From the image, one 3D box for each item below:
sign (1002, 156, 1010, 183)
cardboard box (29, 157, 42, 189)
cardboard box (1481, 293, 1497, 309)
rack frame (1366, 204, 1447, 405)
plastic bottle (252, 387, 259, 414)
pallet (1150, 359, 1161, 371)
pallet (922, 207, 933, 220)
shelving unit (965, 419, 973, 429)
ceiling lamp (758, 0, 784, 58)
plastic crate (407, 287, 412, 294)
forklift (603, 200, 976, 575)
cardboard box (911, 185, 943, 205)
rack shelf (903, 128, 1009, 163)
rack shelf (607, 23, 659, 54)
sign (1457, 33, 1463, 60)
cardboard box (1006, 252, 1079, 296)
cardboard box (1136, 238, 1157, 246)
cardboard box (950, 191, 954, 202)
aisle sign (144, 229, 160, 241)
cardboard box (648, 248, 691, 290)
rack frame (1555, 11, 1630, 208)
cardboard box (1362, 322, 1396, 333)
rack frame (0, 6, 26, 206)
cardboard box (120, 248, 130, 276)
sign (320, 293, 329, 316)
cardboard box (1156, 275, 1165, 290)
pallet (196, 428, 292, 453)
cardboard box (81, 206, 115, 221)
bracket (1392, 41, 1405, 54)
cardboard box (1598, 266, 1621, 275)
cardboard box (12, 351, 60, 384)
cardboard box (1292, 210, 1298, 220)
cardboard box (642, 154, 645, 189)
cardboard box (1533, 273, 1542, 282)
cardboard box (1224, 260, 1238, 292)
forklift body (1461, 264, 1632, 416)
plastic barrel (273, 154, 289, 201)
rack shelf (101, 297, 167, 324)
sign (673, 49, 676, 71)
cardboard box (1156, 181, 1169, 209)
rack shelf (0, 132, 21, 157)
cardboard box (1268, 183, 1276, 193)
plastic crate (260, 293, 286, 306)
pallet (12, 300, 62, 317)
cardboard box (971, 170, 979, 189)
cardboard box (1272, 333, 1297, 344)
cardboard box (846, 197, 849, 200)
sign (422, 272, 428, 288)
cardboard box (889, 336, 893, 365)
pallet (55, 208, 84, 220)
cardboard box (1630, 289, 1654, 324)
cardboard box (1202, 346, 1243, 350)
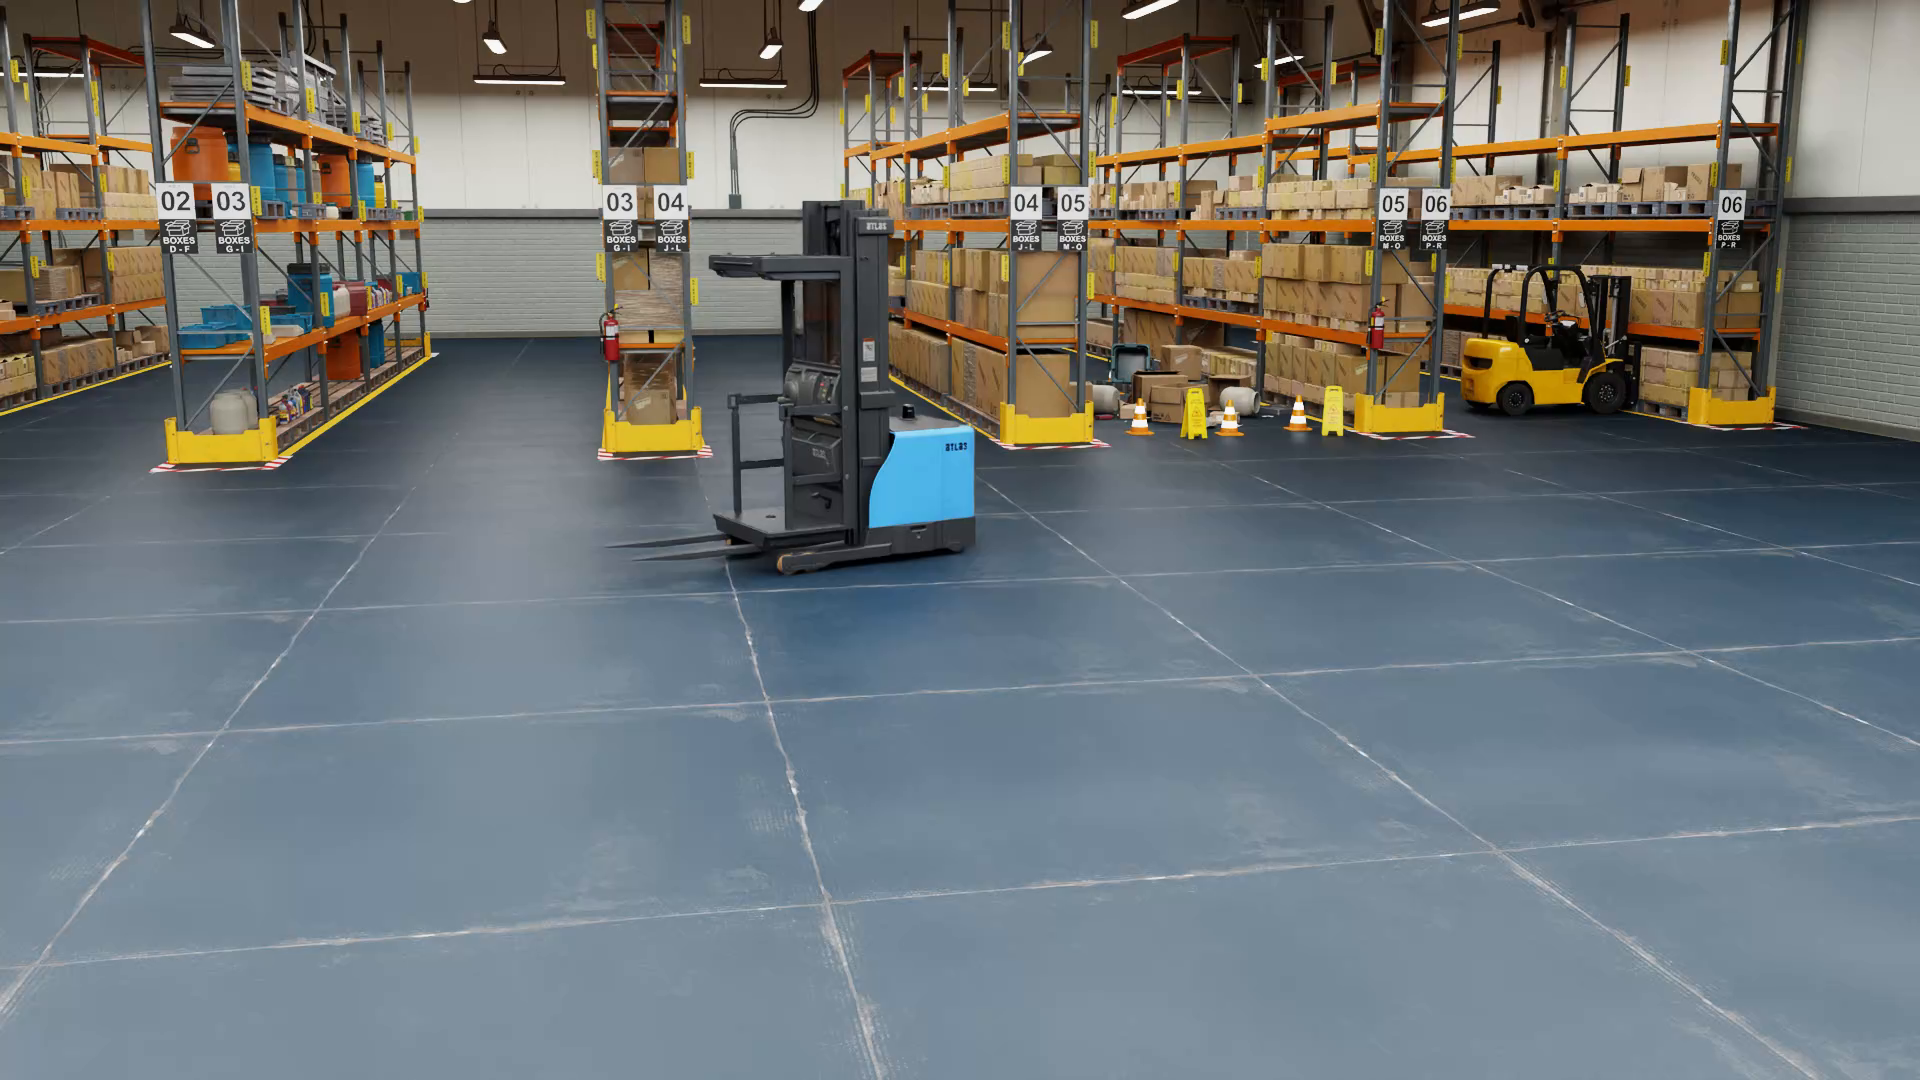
[{"bbox_3d":[0.572,-4.598,20.655,0.100,0.325,0.005,-2,11,-11],"label":"sign"},{"bbox_3d":[-15.328,-5.973,27.091,0.500,0.500,0.500,-2,11,-11],"label":"cardboard box"},{"bbox_3d":[9.401,-4.147,28.864,0.500,0.250,0.500,-2,11,-9],"label":"cardboard box"},{"bbox_3d":[5.943,-2.944,22.144,1.000,3.000,0.127,-2,11,-11],"label":"rack frame"},{"bbox_3d":[-9.523,-1.894,22.535,0.144,0.351,0.185,-2,11,-11],"label":"plastic bottle"},{"bbox_3d":[4.074,-3.412,32.061,1.003,0.211,1.213,-2,11,-11],"label":"pallet"},{"bbox_3d":[-0.051,-5.273,26.859,1.003,0.211,1.213,-2,11,-8],"label":"pallet"},{"bbox_3d":[-0.010,-0.526,14.650,0.215,1.050,0.252,-2,11,-11],"label":"shelving unit"},{"bbox_3d":[-3.246,-10.547,30.429,0.800,3.185,2.000,-2,11,-11],"label":"ceiling lamp"},{"bbox_3d":[-11.412,-5.095,33.990,0.396,0.136,0.243,-2,11,-11],"label":"plastic crate"},{"bbox_3d":[-1.391,-1.272,13.540,3.031,2.935,1.130,-7,13,-31],"label":"forklift"},{"bbox_3d":[-0.524,-5.758,27.749,0.500,0.311,0.500,-2,11,-11],"label":"cardboard box"},{"bbox_3d":[-0.060,-6.244,26.426,1.077,0.370,4.000,-2,11,-11],"label":"rack shelf"},{"bbox_3d":[-5.722,-8.740,29.064,0.919,0.124,3.809,-2,11,-11],"label":"rack shelf"},{"bbox_3d":[6.475,-6.409,21.592,0.100,0.325,0.005,-2,11,-11],"label":"sign"},{"bbox_3d":[1.073,-3.419,21.351,0.875,0.550,0.550,-2,11,-11],"label":"cardboard box"},{"bbox_3d":[3.802,-6.072,33.897,0.380,0.149,0.250,-2,11,-12],"label":"cardboard box"},{"bbox_3d":[0.067,-5.006,24.234,0.380,0.149,0.250,-2,11,-12],"label":"cardboard box"},{"bbox_3d":[-16.320,-6.460,33.660,0.394,0.787,0.004,-2,11,-11],"label":"aisle sign"},{"bbox_3d":[-3.617,-3.381,20.702,0.500,0.500,0.500,-2,11,-11],"label":"cardboard box"},{"bbox_3d":[10.033,-6.806,26.389,1.000,3.000,0.127,-2,11,-11],"label":"rack frame"},{"bbox_3d":[5.661,-2.882,22.487,0.380,0.149,0.250,-2,11,-9],"label":"cardboard box"},{"bbox_3d":[-15.051,-6.639,25.509,1.000,3.000,0.127,-2,11,-11],"label":"rack frame"},{"bbox_3d":[-15.746,-5.157,30.827,0.500,0.500,0.500,-2,11,-13],"label":"cardboard box"},{"bbox_3d":[-8.872,-3.291,23.227,0.100,0.325,0.005,-2,11,-11],"label":"sign"},{"bbox_3d":[3.940,-4.757,30.731,0.500,0.250,0.500,-2,11,-12],"label":"cardboard box"},{"bbox_3d":[-8.850,-1.195,20.413,1.003,0.211,1.213,-2,11,-11],"label":"pallet"},{"bbox_3d":[-15.681,-5.923,30.174,0.500,0.250,0.500,-2,11,-11],"label":"cardboard box"},{"bbox_3d":[8.959,-10.113,34.137,0.235,0.232,0.430,-2,11,-11],"label":"bracket"},{"bbox_3d":[10.029,-4.115,25.497,0.380,0.149,0.250,-2,11,-12],"label":"cardboard box"},{"bbox_3d":[-14.860,-2.774,26.756,0.500,0.500,0.500,-2,11,-9],"label":"cardboard box"},{"bbox_3d":[5.148,-4.823,24.665,0.380,0.149,0.250,-2,11,-9],"label":"cardboard box"},{"bbox_3d":[-4.218,-5.159,23.356,0.500,0.500,0.500,-2,11,-13],"label":"cardboard box"},{"bbox_3d":[9.681,-4.328,27.412,0.380,0.149,0.250,-2,11,-12],"label":"cardboard box"},{"bbox_3d":[4.658,-4.342,27.299,0.500,0.500,0.500,-2,11,-9],"label":"cardboard box"},{"bbox_3d":[8.653,-2.990,24.654,2.313,2.155,1.214,-2,11,-11],"label":"forklift body"},{"bbox_3d":[-9.726,-4.943,23.280,0.600,0.901,0.708,-2,11,-11],"label":"plastic barrel"},{"bbox_3d":[-16.218,-4.439,31.919,1.077,0.370,4.000,-2,11,-11],"label":"rack shelf"},{"bbox_3d":[-4.020,-6.779,23.535,0.100,0.325,0.005,-2,11,-11],"label":"sign"},{"bbox_3d":[4.008,-6.315,30.441,0.700,0.500,0.500,-3,11,-14],"label":"cardboard box"},{"bbox_3d":[-14.662,-5.722,23.687,1.077,0.370,4.000,-2,11,-11],"label":"rack shelf"},{"bbox_3d":[4.906,-5.350,25.301,0.380,0.149,0.250,-2,11,-12],"label":"cardboard box"},{"bbox_3d":[-9.808,-3.247,23.561,0.402,0.464,0.583,-2,11,-11],"label":"plastic crate"},{"bbox_3d":[-15.252,-3.719,26.728,1.213,0.211,1.003,-2,11,-11],"label":"pallet"},{"bbox_3d":[0.447,-4.903,22.628,0.500,0.250,0.500,-2,11,-10],"label":"cardboard box"},{"bbox_3d":[4.981,-3.077,25.333,0.380,0.149,0.250,-2,11,-10],"label":"cardboard box"},{"bbox_3d":[-2.172,-7.234,35.723,0.500,0.250,0.500,-2,11,-10],"label":"cardboard box"},{"bbox_3d":[-11.211,-5.442,34.827,0.100,0.325,0.005,-2,11,-11],"label":"sign"},{"bbox_3d":[-1.049,-3.494,30.596,0.500,0.500,0.500,-3,11,-14],"label":"cardboard box"},{"bbox_3d":[-15.567,-5.494,28.021,1.213,0.211,1.003,-2,11,-11],"label":"pallet"},{"bbox_3d":[10.266,-3.445,24.506,0.500,0.500,0.500,-2,11,-12],"label":"cardboard box"},{"bbox_3d":[4.487,-3.223,29.513,0.950,0.372,0.625,-3,11,-15],"label":"cardboard box"}]
